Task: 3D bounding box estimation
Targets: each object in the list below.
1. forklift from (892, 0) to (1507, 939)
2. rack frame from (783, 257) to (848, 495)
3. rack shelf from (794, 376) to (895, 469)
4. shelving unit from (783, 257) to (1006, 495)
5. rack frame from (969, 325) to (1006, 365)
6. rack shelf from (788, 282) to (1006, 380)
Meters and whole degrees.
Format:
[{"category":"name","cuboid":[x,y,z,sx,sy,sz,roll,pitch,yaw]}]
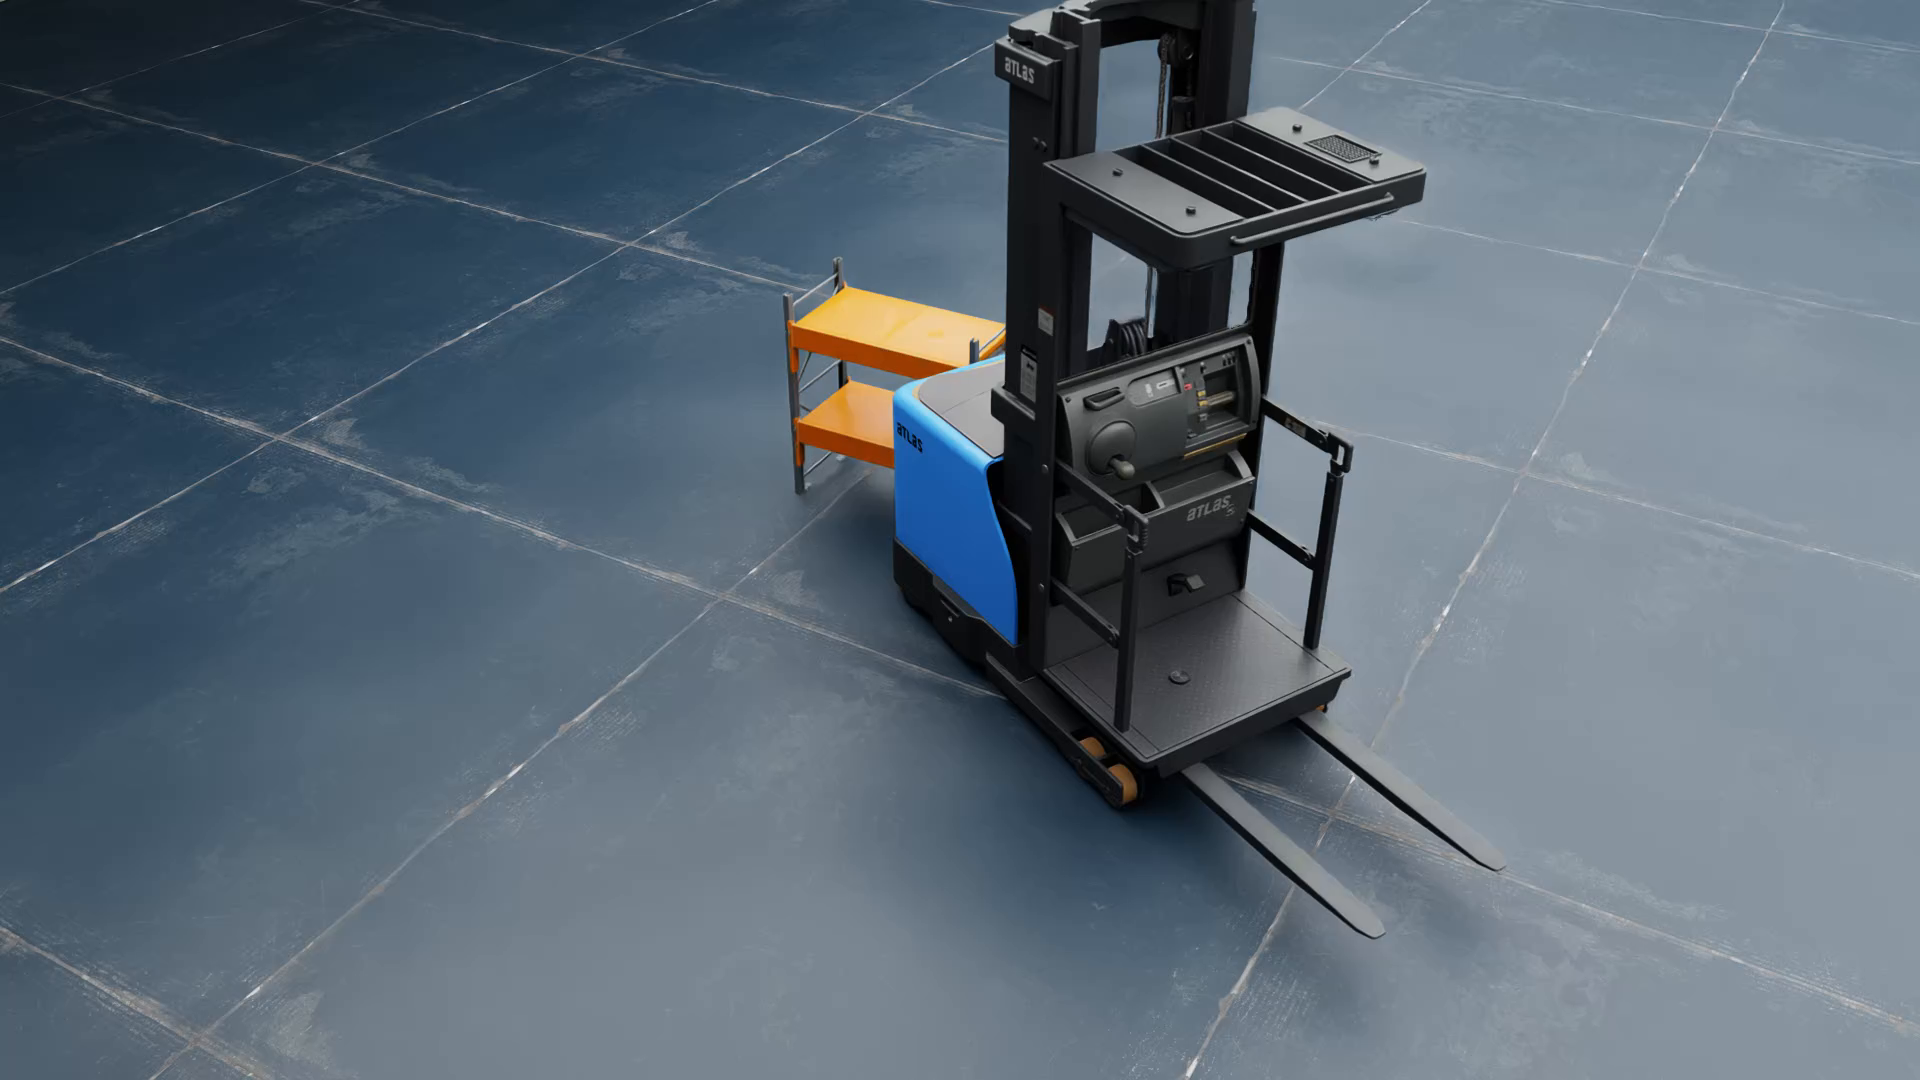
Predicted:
[{"category":"forklift","cuboid":[0.903,-0.456,6.291,1.130,2.935,3.031,-20,38,-27]},{"category":"rack frame","cuboid":[-0.720,-0.827,8.477,0.032,1.125,0.500,17,37,23]},{"category":"rack shelf","cuboid":[-0.273,-0.490,8.412,1.000,0.278,0.538,17,37,23]},{"category":"shelving unit","cuboid":[-0.273,-0.693,8.276,1.048,1.125,0.538,17,37,23]},{"category":"rack frame","cuboid":[0.174,-0.559,8.075,0.032,1.125,0.500,17,37,23]},{"category":"rack shelf","cuboid":[-0.273,-0.937,8.114,1.000,0.278,0.538,17,37,23]}]
